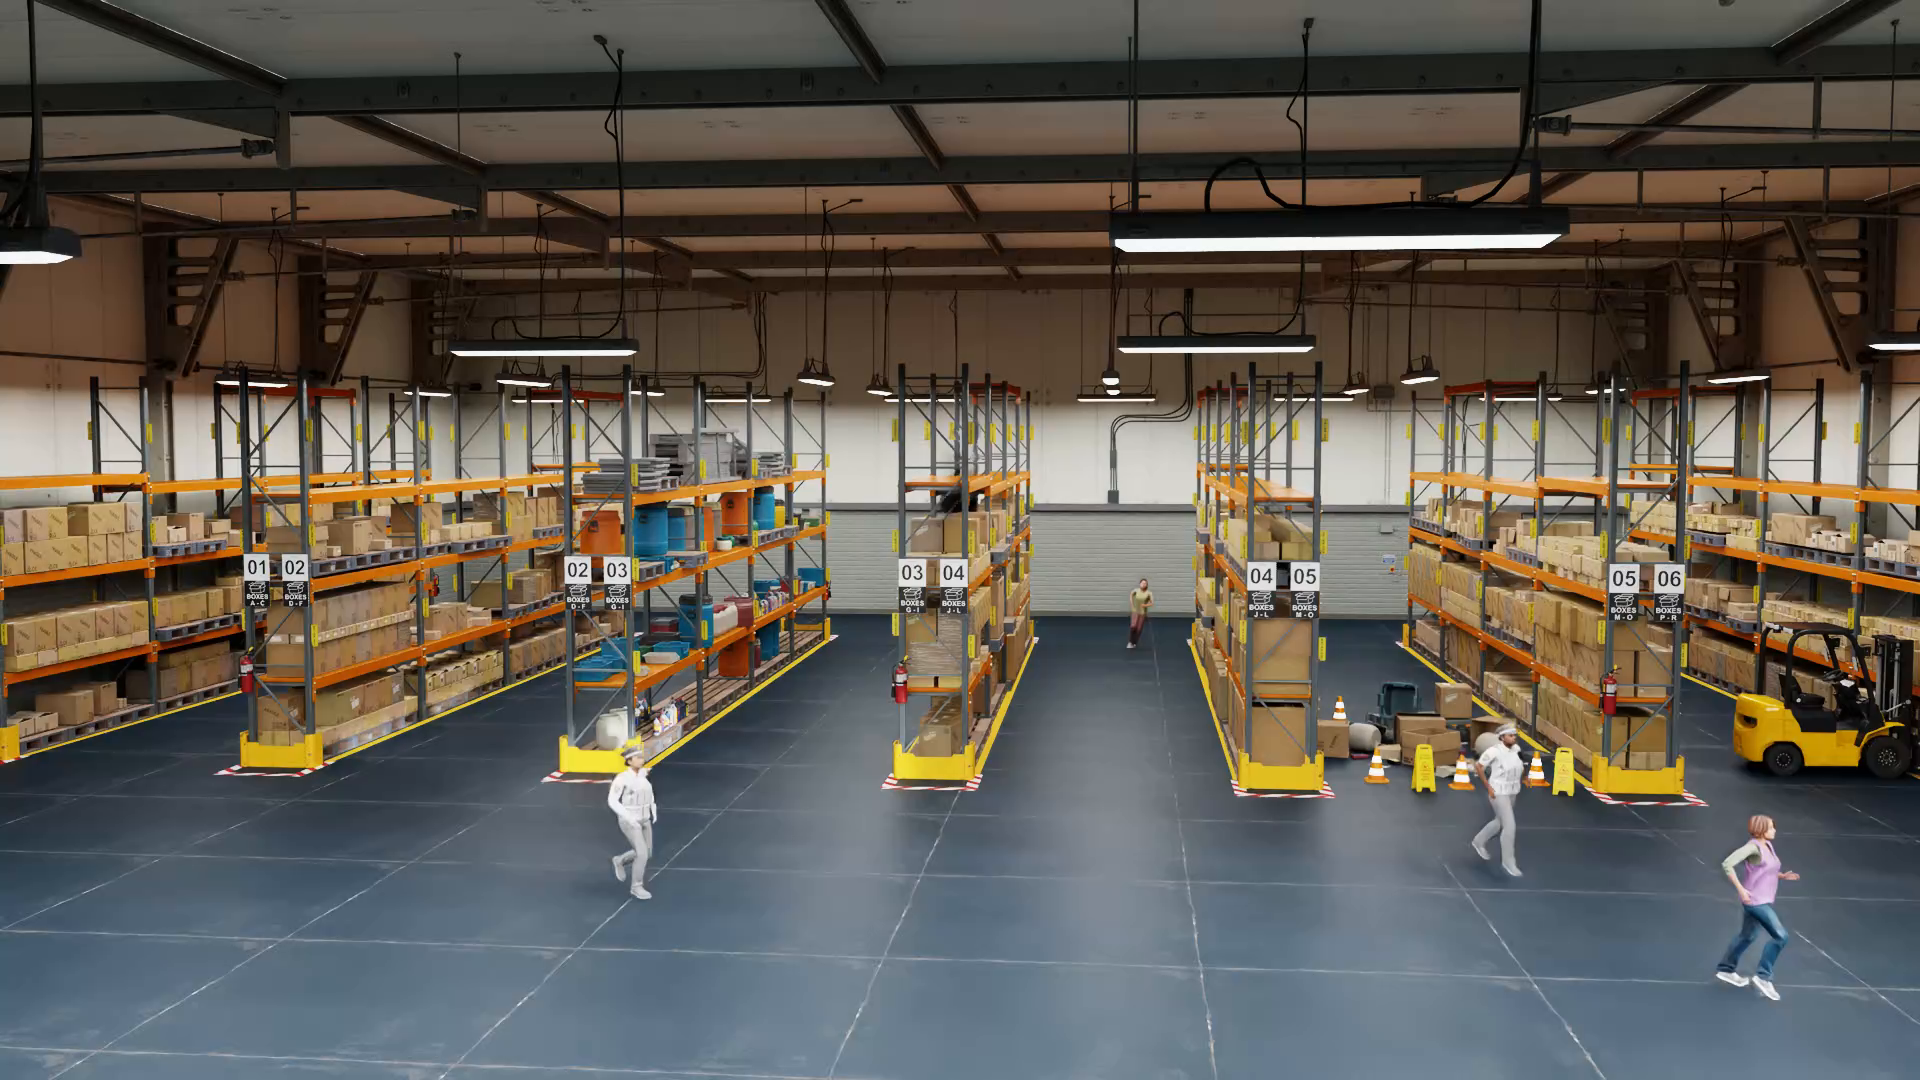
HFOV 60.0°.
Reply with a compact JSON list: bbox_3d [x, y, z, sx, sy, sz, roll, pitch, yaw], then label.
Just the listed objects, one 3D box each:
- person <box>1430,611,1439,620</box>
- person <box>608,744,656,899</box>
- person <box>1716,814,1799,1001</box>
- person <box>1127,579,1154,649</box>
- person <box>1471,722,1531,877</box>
[{"bbox_3d":[11.591,1.569,40.323,0.592,1.679,0.777,3,5,42],"label":"person"},{"bbox_3d":[-3.577,3.024,18.039,0.609,1.659,0.648,2,4,31],"label":"person"},{"bbox_3d":[7.105,3.249,14.814,0.663,1.621,0.515,3,4,35],"label":"person"},{"bbox_3d":[4.184,1.825,38.534,0.617,1.411,0.627,1,4,8],"label":"person"},{"bbox_3d":[6.219,2.927,19.108,0.576,1.735,0.796,-2,4,-32],"label":"person"}]
